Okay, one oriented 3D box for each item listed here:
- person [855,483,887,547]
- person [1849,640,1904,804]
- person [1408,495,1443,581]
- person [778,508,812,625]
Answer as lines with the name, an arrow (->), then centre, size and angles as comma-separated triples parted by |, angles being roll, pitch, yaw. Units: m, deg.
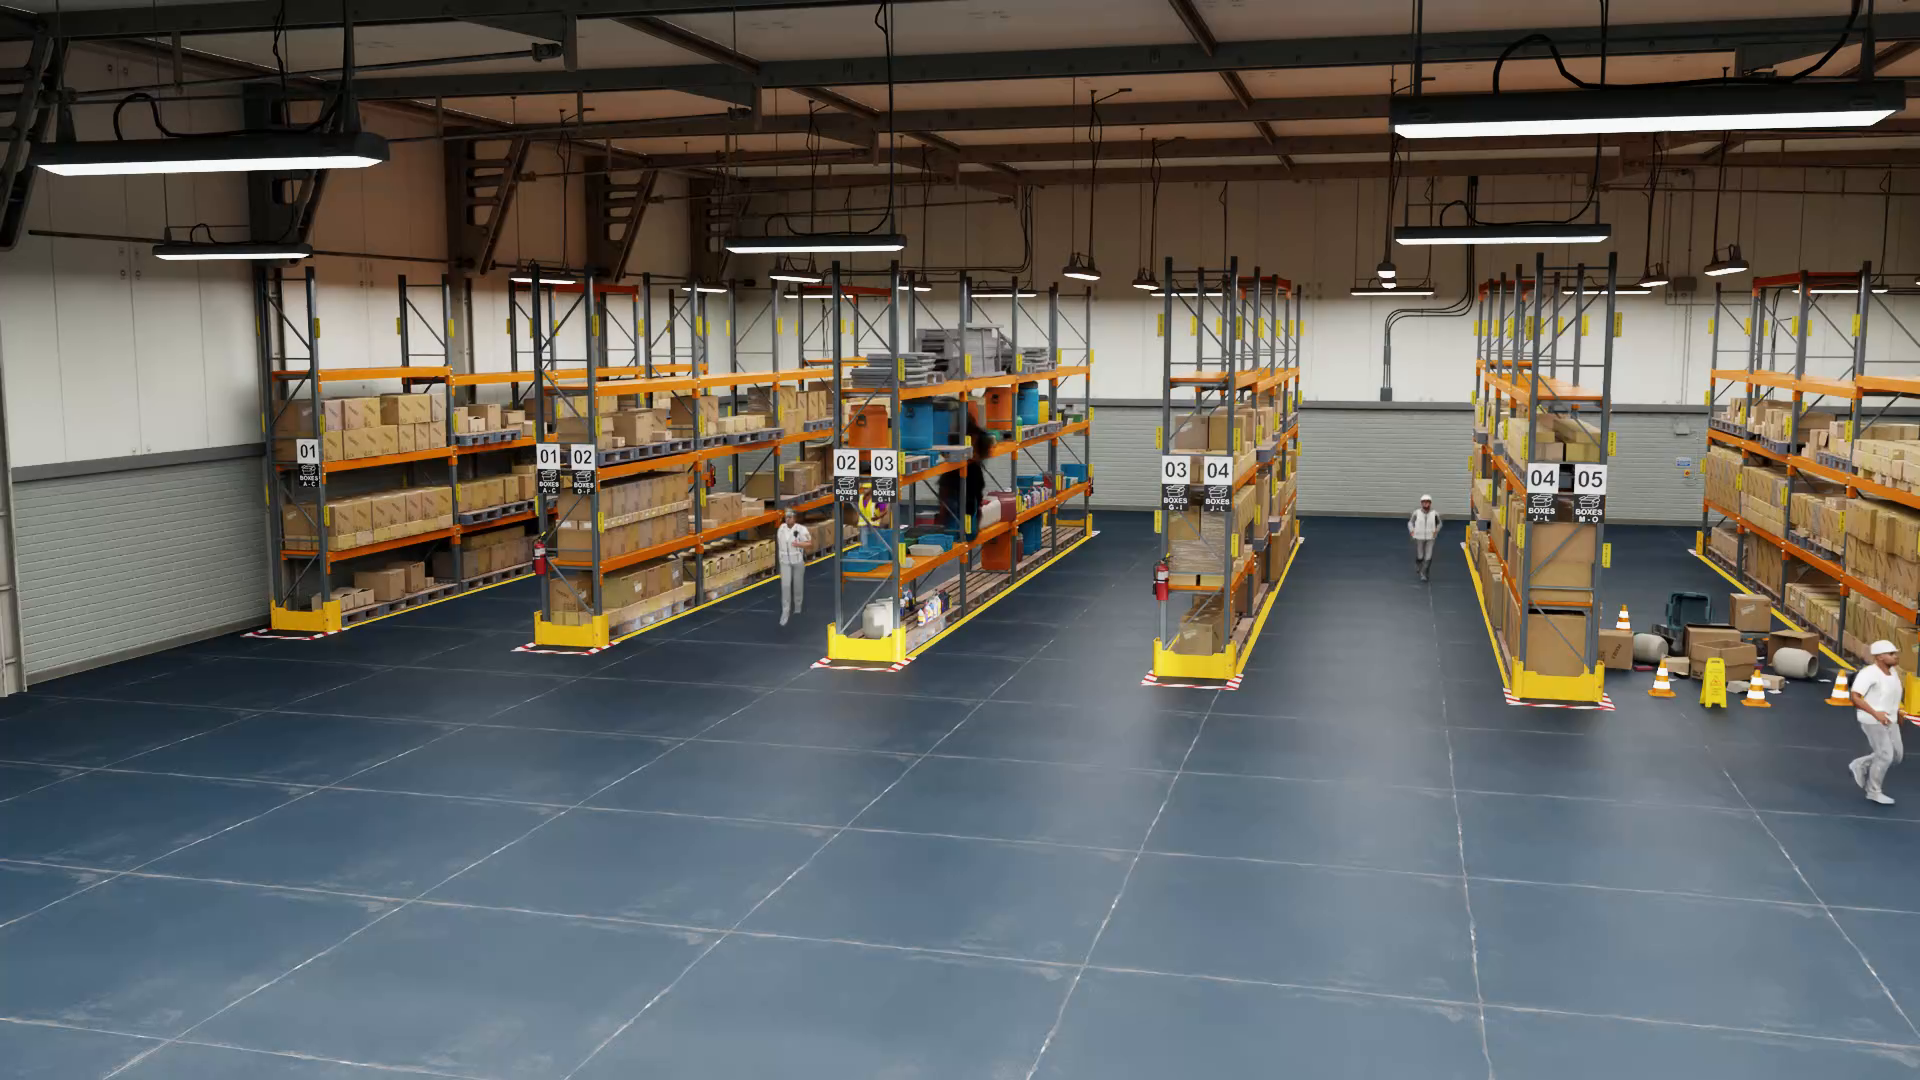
person -> -1.772, -0.257, 32.531 | 0.690, 1.770, 0.760 | 2, 7, 14
person -> 9.706, 1.912, 17.663 | 0.708, 1.726, 0.581 | -4, 8, -31
person -> 9.267, -0.037, 33.127 | 0.672, 1.728, 0.573 | 2, 7, 13
person -> -2.726, 0.412, 27.244 | 0.626, 1.902, 0.753 | 1, 7, 6
